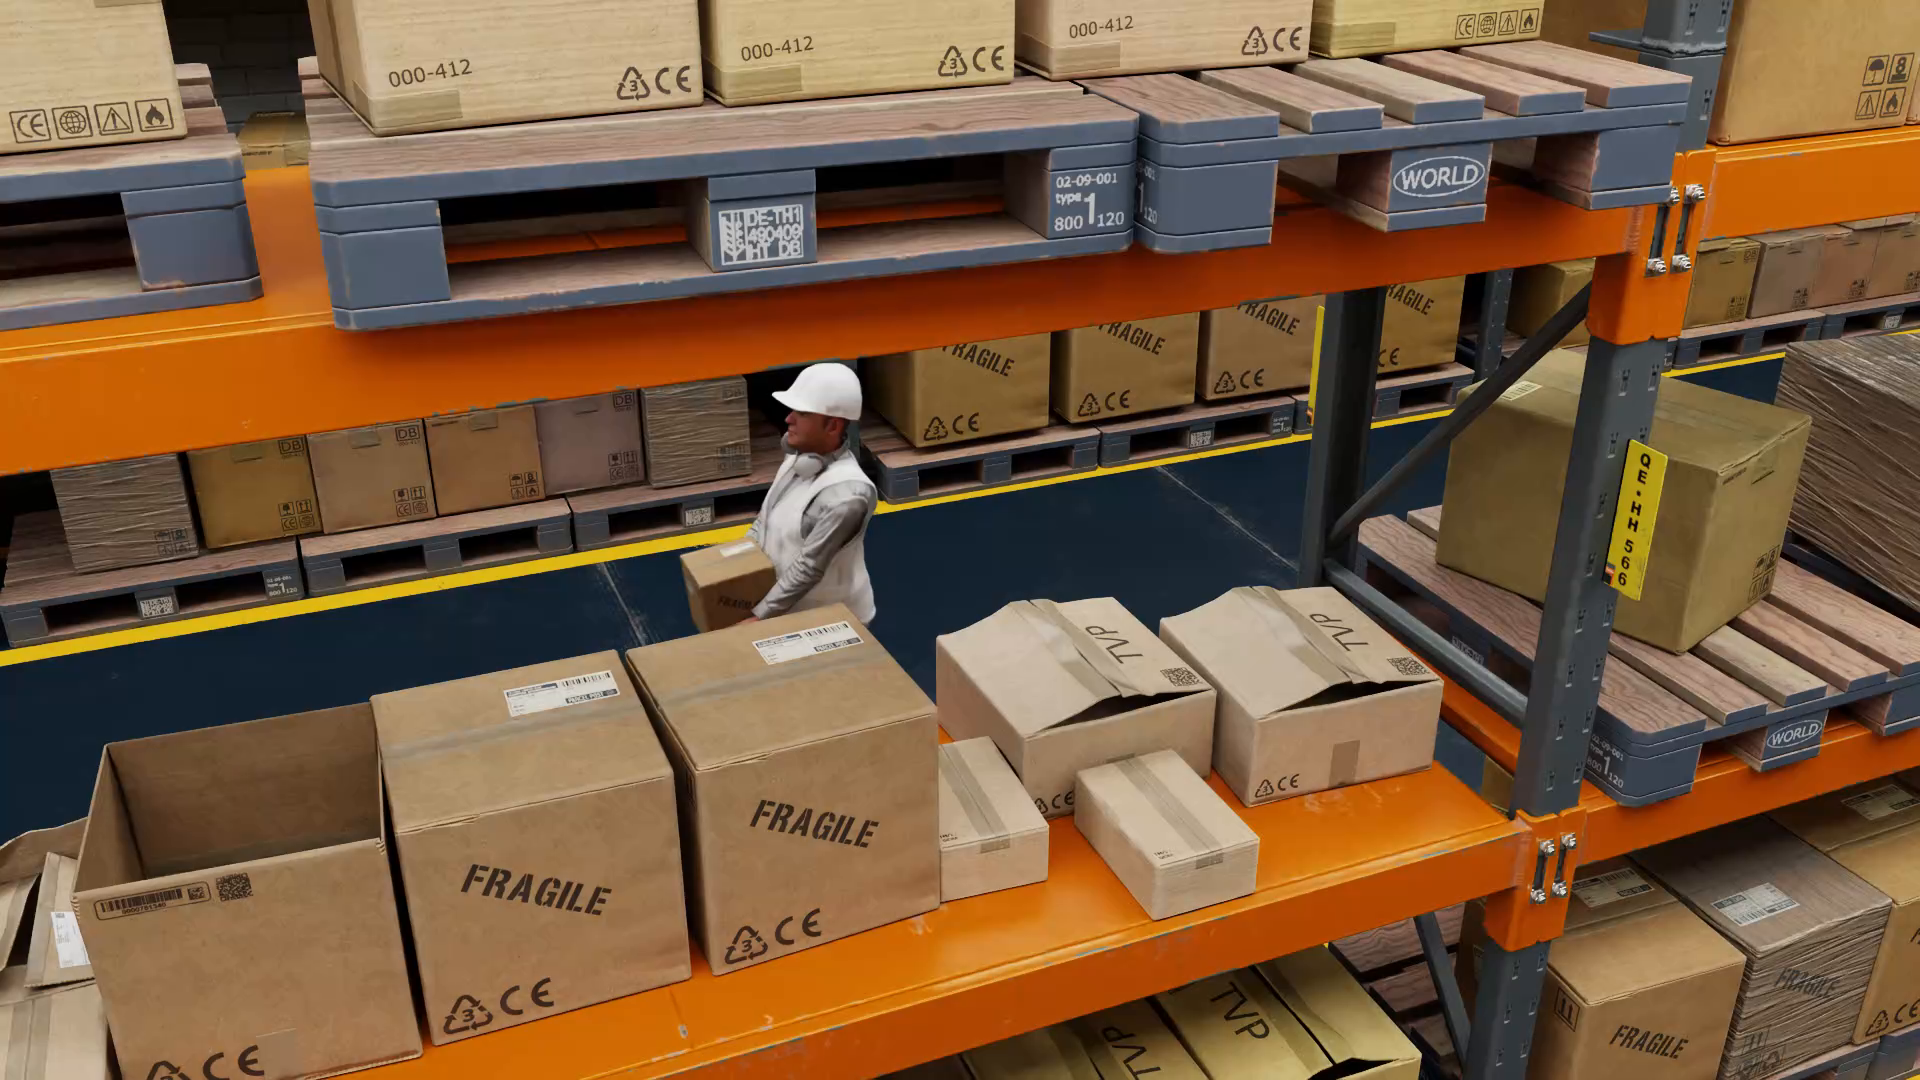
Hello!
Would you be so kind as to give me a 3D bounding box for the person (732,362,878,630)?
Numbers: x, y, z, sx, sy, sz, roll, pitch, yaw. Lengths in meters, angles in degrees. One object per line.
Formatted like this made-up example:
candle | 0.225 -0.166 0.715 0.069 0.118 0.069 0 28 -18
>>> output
person | -0.569 0.269 5.529 0.554 1.767 0.499 -11 28 -21
